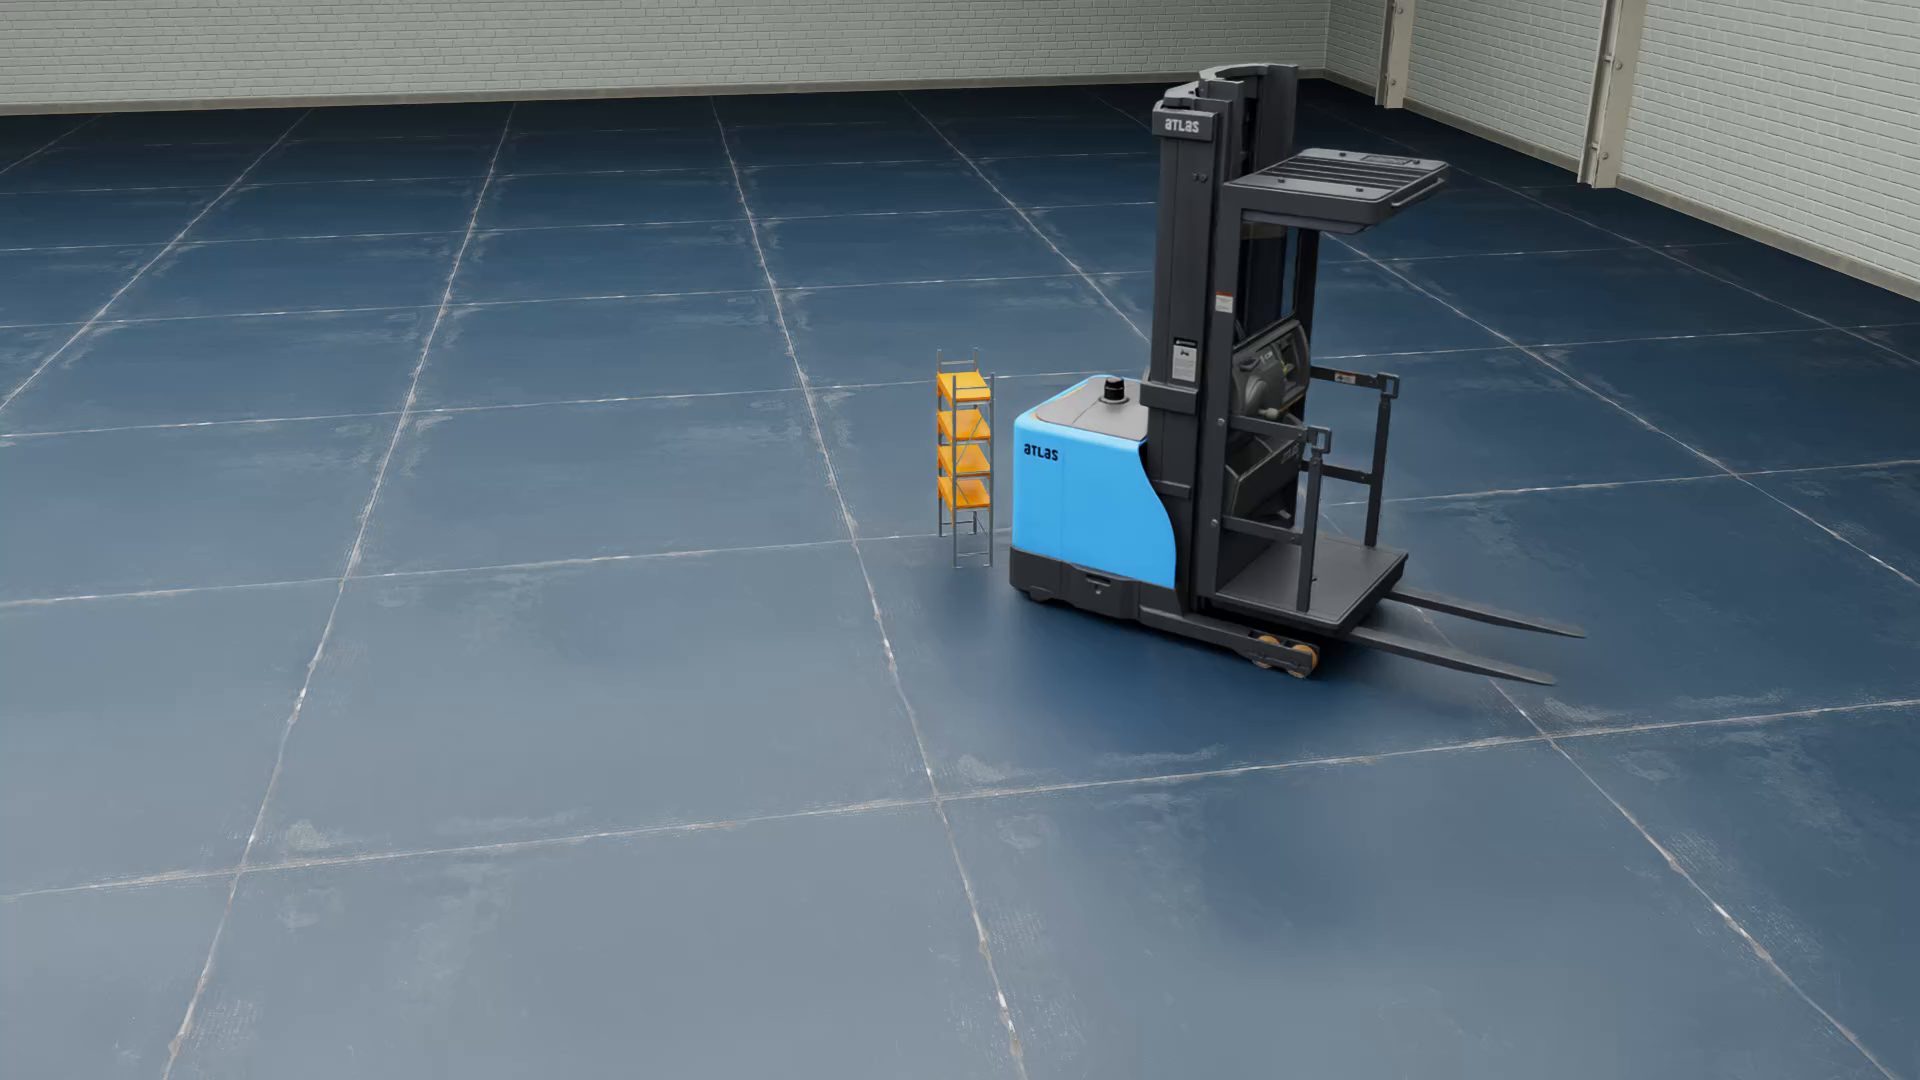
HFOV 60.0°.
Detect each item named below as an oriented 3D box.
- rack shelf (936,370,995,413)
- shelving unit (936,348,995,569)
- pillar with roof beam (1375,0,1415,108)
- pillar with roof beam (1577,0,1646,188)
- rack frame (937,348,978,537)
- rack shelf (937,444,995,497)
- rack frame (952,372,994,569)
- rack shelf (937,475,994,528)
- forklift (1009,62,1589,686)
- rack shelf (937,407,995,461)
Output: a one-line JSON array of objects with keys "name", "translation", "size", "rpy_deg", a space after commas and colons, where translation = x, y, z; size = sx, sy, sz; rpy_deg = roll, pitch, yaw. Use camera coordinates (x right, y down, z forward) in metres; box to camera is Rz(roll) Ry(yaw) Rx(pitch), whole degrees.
[{"name": "rack shelf", "translation": [0.031, -0.845, 9.704], "size": [0.258, 0.148, 0.480], "rpy_deg": [-4, 24, -10]}, {"name": "shelving unit", "translation": [0.031, -0.485, 9.861], "size": [0.258, 1.200, 0.503], "rpy_deg": [-4, 24, -10]}, {"name": "pillar with roof beam", "translation": [2.350, -10.458, 22.951], "size": [9.100, 9.000, 0.400], "rpy_deg": [-4, 24, -10]}, {"name": "pillar with roof beam", "translation": [3.460, -8.098, 17.548], "size": [9.100, 9.000, 0.400], "rpy_deg": [-4, 24, -10]}, {"name": "rack frame", "translation": [-0.014, -0.581, 10.081], "size": [0.240, 1.200, 0.015], "rpy_deg": [-4, 24, -10]}, {"name": "rack shelf", "translation": [0.031, -0.423, 9.888], "size": [0.258, 0.148, 0.480], "rpy_deg": [-4, 24, -10]}, {"name": "rack frame", "translation": [0.076, -0.389, 9.641], "size": [0.240, 1.200, 0.015], "rpy_deg": [-4, 24, -10]}, {"name": "rack shelf", "translation": [0.031, -0.241, 9.967], "size": [0.258, 0.148, 0.480], "rpy_deg": [-4, 24, -10]}, {"name": "forklift", "translation": [1.798, -0.874, 8.588], "size": [3.031, 2.935, 1.130], "rpy_deg": [14, 27, 30]}, {"name": "rack shelf", "translation": [0.031, -0.628, 9.798], "size": [0.258, 0.148, 0.480], "rpy_deg": [-4, 24, -10]}]
